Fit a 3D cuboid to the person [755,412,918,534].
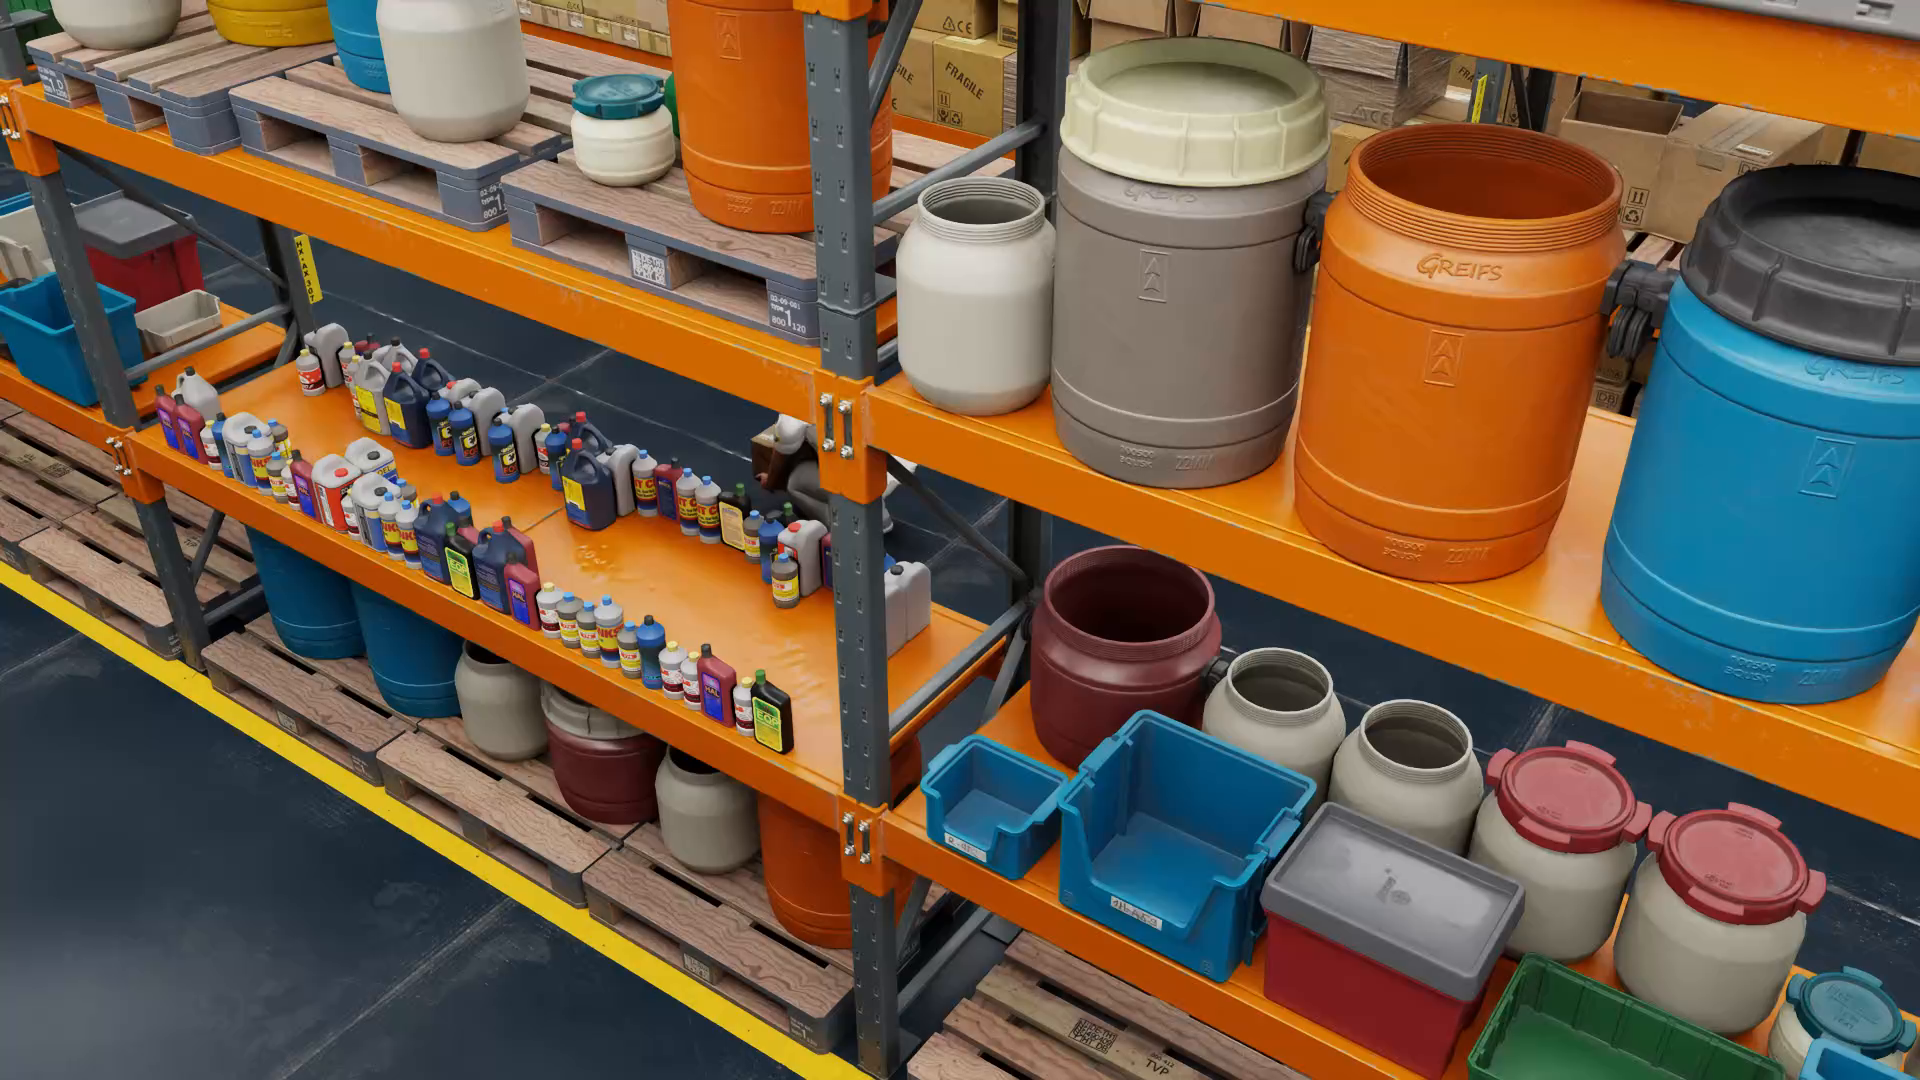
[{"bbox_3d":[-0.651,-0.471,8.480,0.914,1.031,0.527,20,39,27],"label":"person"}]
